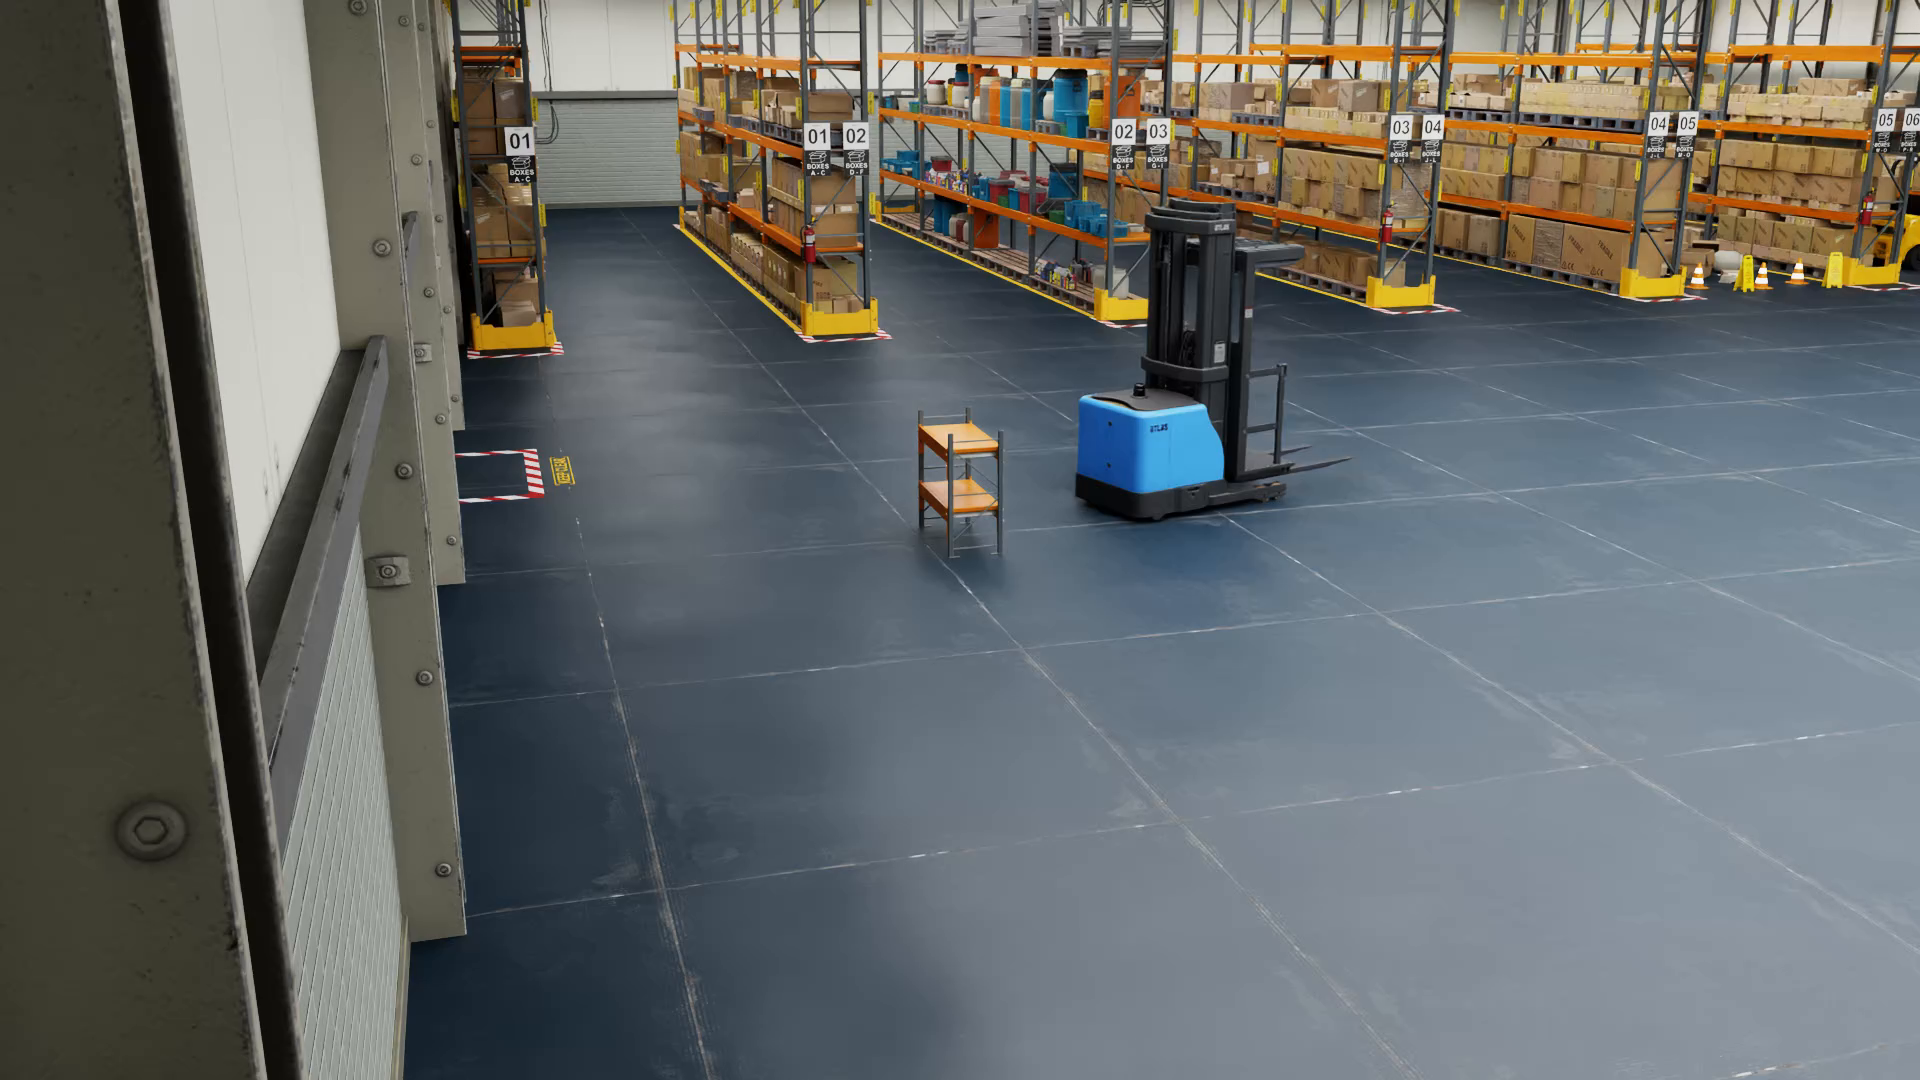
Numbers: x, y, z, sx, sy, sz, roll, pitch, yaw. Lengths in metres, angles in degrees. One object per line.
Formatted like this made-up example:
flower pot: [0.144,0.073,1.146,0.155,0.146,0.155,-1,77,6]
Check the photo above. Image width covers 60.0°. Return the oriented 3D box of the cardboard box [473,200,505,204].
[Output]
cardboard box: [-7.118,-4.861,25.142,0.500,0.500,0.500,-4,17,-15]

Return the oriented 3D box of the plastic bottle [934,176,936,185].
plastic bottle: [-0.534,-7.998,37.006,0.097,0.201,0.097,0,17,0]

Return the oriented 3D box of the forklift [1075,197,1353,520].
forklift: [2.655,-1.894,16.461,3.031,2.935,1.130,-11,20,-32]

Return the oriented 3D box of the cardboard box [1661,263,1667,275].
cardboard box: [13.573,-5.317,32.489,0.396,0.266,0.258,-2,17,-6]

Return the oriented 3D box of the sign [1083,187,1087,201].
sign: [2.303,-6.373,30.772,0.100,0.325,0.005,-5,17,-15]

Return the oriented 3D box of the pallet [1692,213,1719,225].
pallet: [19.233,-8.086,41.803,1.003,0.211,1.213,-5,17,-15]

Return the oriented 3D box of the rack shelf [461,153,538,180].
rack shelf: [-7.205,-5.956,25.900,1.077,0.370,4.000,-5,17,-15]

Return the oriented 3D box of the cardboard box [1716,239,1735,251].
cardboard box: [15.964,-6.075,34.310,0.500,0.250,0.500,-6,18,-18]

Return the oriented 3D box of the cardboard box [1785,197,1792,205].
cardboard box: [16.451,-6.660,32.643,0.380,0.149,0.250,-5,17,-15]

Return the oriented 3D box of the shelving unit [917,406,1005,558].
shelving unit: [-0.002,-0.541,15.094,0.538,1.125,1.048,-5,17,-15]

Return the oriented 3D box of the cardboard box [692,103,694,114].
cardboard box: [-5.708,-9.640,37.175,0.500,0.250,0.500,-5,17,-15]

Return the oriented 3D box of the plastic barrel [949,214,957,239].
plastic barrel: [-0.031,-6.912,36.641,0.421,0.512,0.421,0,17,0]

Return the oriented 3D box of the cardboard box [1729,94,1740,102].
cardboard box: [15.834,-8.961,33.703,0.380,0.149,0.250,-5,17,-16]

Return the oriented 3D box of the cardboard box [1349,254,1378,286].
cardboard box: [7.280,-4.826,29.718,0.500,0.500,0.500,0,17,-1]

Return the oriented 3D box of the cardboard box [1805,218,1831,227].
cardboard box: [16.525,-6.120,32.029,0.380,0.149,0.250,-4,17,-14]

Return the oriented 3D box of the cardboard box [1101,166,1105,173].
cardboard box: [3.653,-9.028,40.526,0.380,0.149,0.250,-4,17,-14]

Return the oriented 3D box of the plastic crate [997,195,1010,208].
plastic crate: [1.021,-6.558,32.237,0.450,0.188,0.662,-5,17,-15]

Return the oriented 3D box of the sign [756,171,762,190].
sign: [-3.512,-6.281,29.070,0.100,0.325,0.005,-5,17,-15]

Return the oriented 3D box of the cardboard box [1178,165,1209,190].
cardboard box: [5.060,-7.863,36.039,0.500,0.500,0.500,-4,17,-14]

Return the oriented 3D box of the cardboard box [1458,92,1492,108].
cardboard box: [10.637,-9.067,34.256,0.500,0.311,0.500,-5,18,-17]

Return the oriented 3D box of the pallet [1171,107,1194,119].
pallet: [5.206,-9.218,35.839,1.213,0.211,1.003,-4,17,-13]

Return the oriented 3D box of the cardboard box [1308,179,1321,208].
cardboard box: [6.935,-6.382,30.590,0.875,0.500,0.500,-5,17,-15]

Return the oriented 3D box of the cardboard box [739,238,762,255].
cardboard box: [-3.940,-5.615,31.804,0.500,0.311,0.500,-5,17,-17]

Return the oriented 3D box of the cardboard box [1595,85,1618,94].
cardboard box: [11.733,-8.144,30.081,0.380,0.149,0.250,-5,17,-15]

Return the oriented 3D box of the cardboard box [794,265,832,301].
cardboard box: [-2.327,-4.072,26.337,0.500,0.500,0.500,-5,17,-15]

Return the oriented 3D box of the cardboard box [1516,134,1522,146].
cardboard box: [13.874,-9.832,40.856,0.500,0.500,0.500,-5,17,-16]

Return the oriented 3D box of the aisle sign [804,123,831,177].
aisle sign: [-2.158,-5.907,25.182,0.394,0.787,0.004,-5,17,-15]

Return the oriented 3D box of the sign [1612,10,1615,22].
sign: [18.075,-14.523,46.057,0.100,0.325,0.005,-5,17,-15]

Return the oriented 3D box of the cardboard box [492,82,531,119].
cardboard box: [-6.528,-6.409,24.213,0.500,0.500,0.500,-6,18,-19]

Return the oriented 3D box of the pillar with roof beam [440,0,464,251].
pillar with roof beam: [-6.838,-10.969,36.124,9.100,9.000,0.400,-5,17,-15]

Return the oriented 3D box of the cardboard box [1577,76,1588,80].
cardboard box: [17.416,-12.692,45.950,0.500,0.250,0.500,-5,17,-16]

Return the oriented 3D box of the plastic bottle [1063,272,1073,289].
plastic bottle: [1.901,-4.545,29.138,0.152,0.276,0.135,-5,17,-15]

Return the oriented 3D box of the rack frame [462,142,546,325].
rack frame: [-6.655,-4.311,24.387,1.000,3.000,0.127,-5,17,-15]

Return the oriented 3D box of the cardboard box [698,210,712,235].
cardboard box: [-5.621,-7.171,37.490,0.500,0.500,0.500,-5,17,-15]

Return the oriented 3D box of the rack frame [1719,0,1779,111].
rack frame: [16.062,-10.249,33.726,1.000,3.000,0.127,-5,17,-15]

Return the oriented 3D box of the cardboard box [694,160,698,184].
cardboard box: [-5.718,-8.331,37.597,0.500,0.500,0.500,-4,17,-14]

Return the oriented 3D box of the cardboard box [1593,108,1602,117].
cardboard box: [11.732,-7.762,30.194,0.380,0.149,0.250,-5,17,-16]

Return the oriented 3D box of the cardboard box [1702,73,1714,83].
cardboard box: [18.889,-11.738,42.195,0.396,0.266,0.258,-5,17,-15]

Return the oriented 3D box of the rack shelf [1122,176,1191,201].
rack shelf: [4.884,-7.907,37.610,1.077,0.370,4.000,-5,17,-15]

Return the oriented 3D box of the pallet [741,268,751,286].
pallet: [-3.572,-5.013,31.572,1.003,0.211,1.213,-5,17,-15]

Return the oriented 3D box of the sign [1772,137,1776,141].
sign: [19.215,-9.346,39.276,0.100,0.325,0.005,-5,17,-15]

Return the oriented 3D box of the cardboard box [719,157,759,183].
cardboard box: [-4.646,-7.788,35.059,0.700,0.500,0.500,-10,19,-29]

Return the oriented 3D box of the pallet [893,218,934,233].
pallet: [-1.006,-7.616,40.238,1.003,0.211,1.213,-5,17,-15]

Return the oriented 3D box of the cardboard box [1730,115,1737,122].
cardboard box: [15.910,-8.585,33.839,0.380,0.149,0.250,-5,17,-16]

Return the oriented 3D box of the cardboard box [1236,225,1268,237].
cardboard box: [5.964,-6.219,34.321,0.700,0.500,0.500,-3,17,-11]

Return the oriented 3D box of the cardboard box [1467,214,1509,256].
cardboard box: [11.073,-6.244,34.005,1.050,0.750,0.750,-5,17,-16]

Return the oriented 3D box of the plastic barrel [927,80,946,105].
plastic barrel: [-0.524,-9.951,36.982,0.433,0.535,0.433,0,17,0]

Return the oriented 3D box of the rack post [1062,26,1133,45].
rack post: [2.308,-8.464,27.918,0.937,0.300,0.954,-5,17,-16]

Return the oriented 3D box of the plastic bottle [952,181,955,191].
plastic bottle: [-0.115,-7.576,35.601,0.097,0.201,0.097,0,17,0]

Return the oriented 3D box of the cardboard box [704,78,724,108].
cardboard box: [-5.124,-9.611,35.740,0.600,0.600,0.600,-6,18,-20]

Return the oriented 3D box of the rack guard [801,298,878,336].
rack guard: [-1.887,-3.500,26.031,1.175,0.500,0.348,-5,17,-15]

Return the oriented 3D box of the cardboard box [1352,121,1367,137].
cardboard box: [7.116,-7.101,28.724,0.500,0.250,0.500,-5,17,-15]

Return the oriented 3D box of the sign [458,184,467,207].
sign: [-7.195,-4.978,24.047,0.100,0.325,0.005,-5,17,-15]
